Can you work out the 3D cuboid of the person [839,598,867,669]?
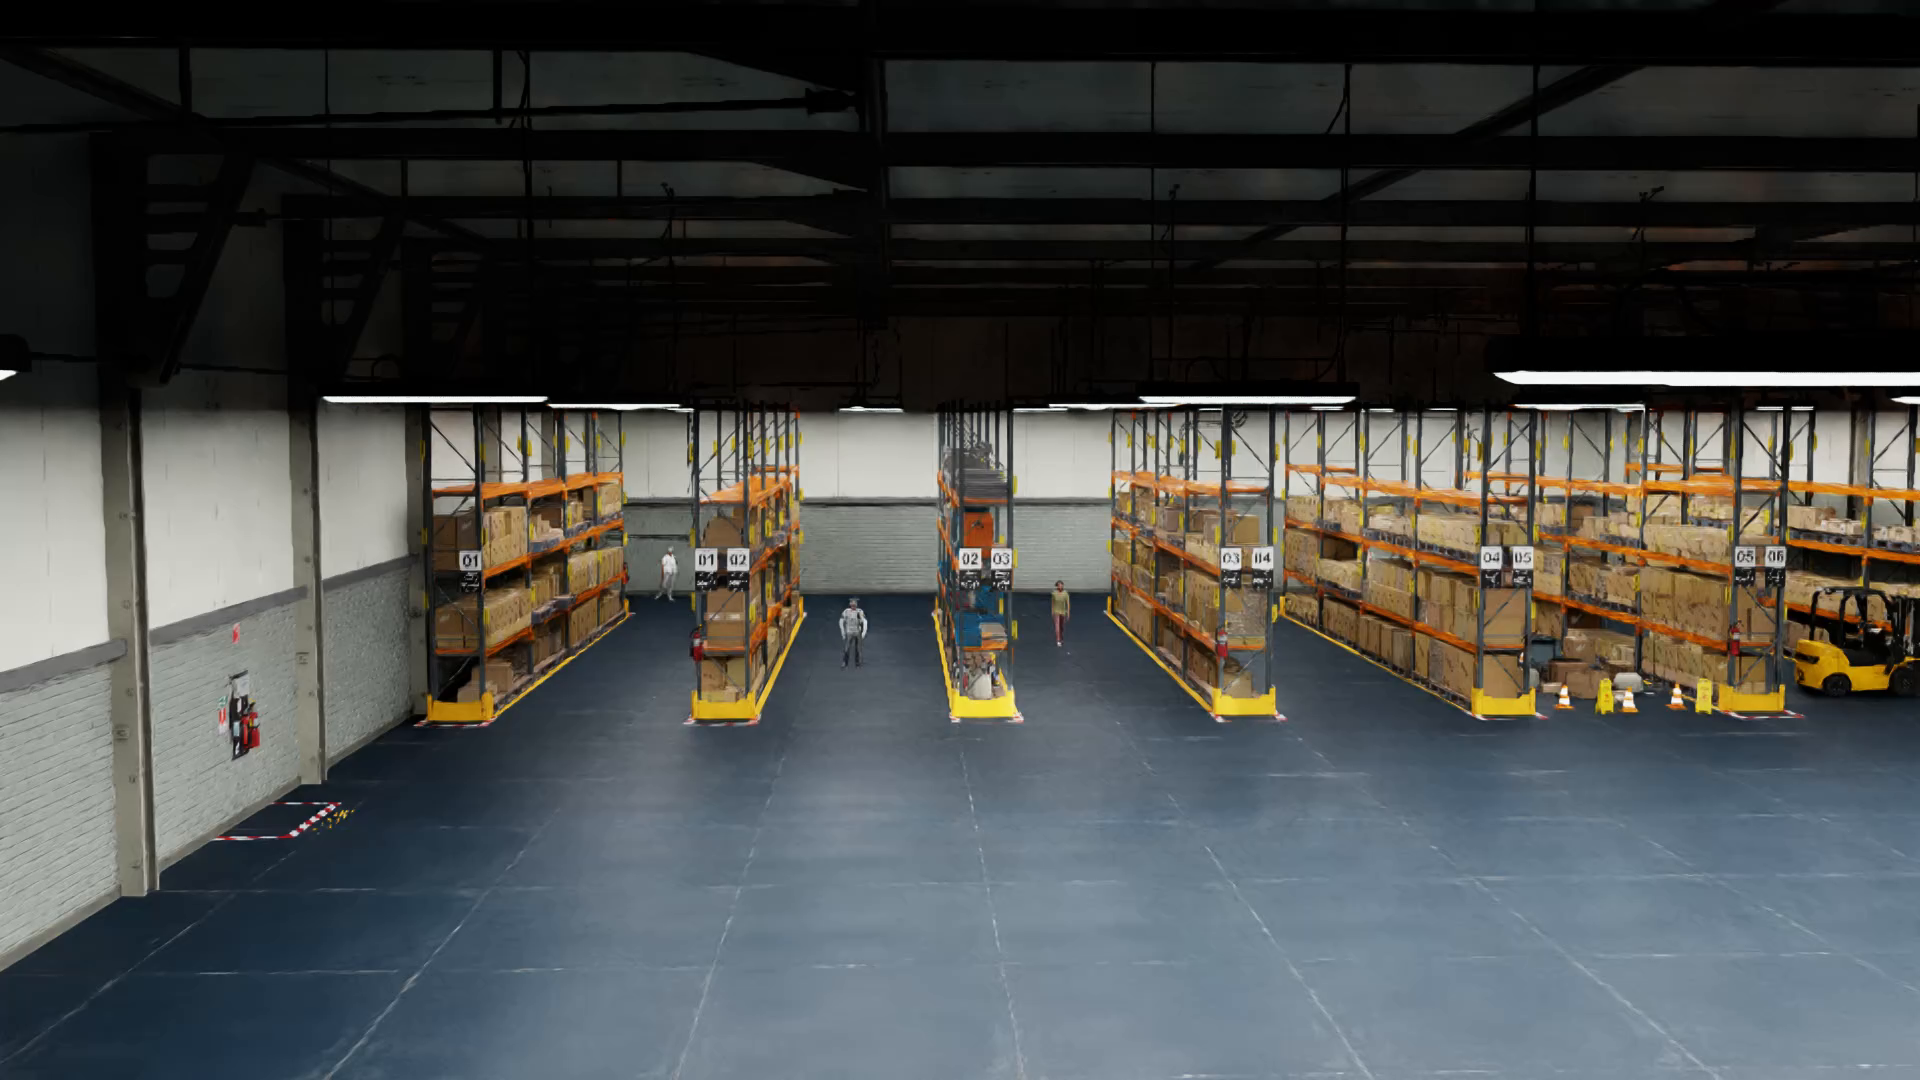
[{"bbox_3d":[-2.394,2.086,37.272,0.637,1.632,0.512,0,4,-3],"label":"person"}]

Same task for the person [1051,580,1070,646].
[{"bbox_3d":[2.494,1.788,41.157,0.458,1.612,1.019,0,4,-3],"label":"person"}]

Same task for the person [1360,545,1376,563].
[{"bbox_3d":[12.544,0.968,51.051,0.580,1.774,0.571,3,5,33],"label":"person"}]

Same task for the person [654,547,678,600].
[{"bbox_3d":[-9.026,1.023,51.045,0.670,1.656,0.536,-4,6,-43],"label":"person"}]
